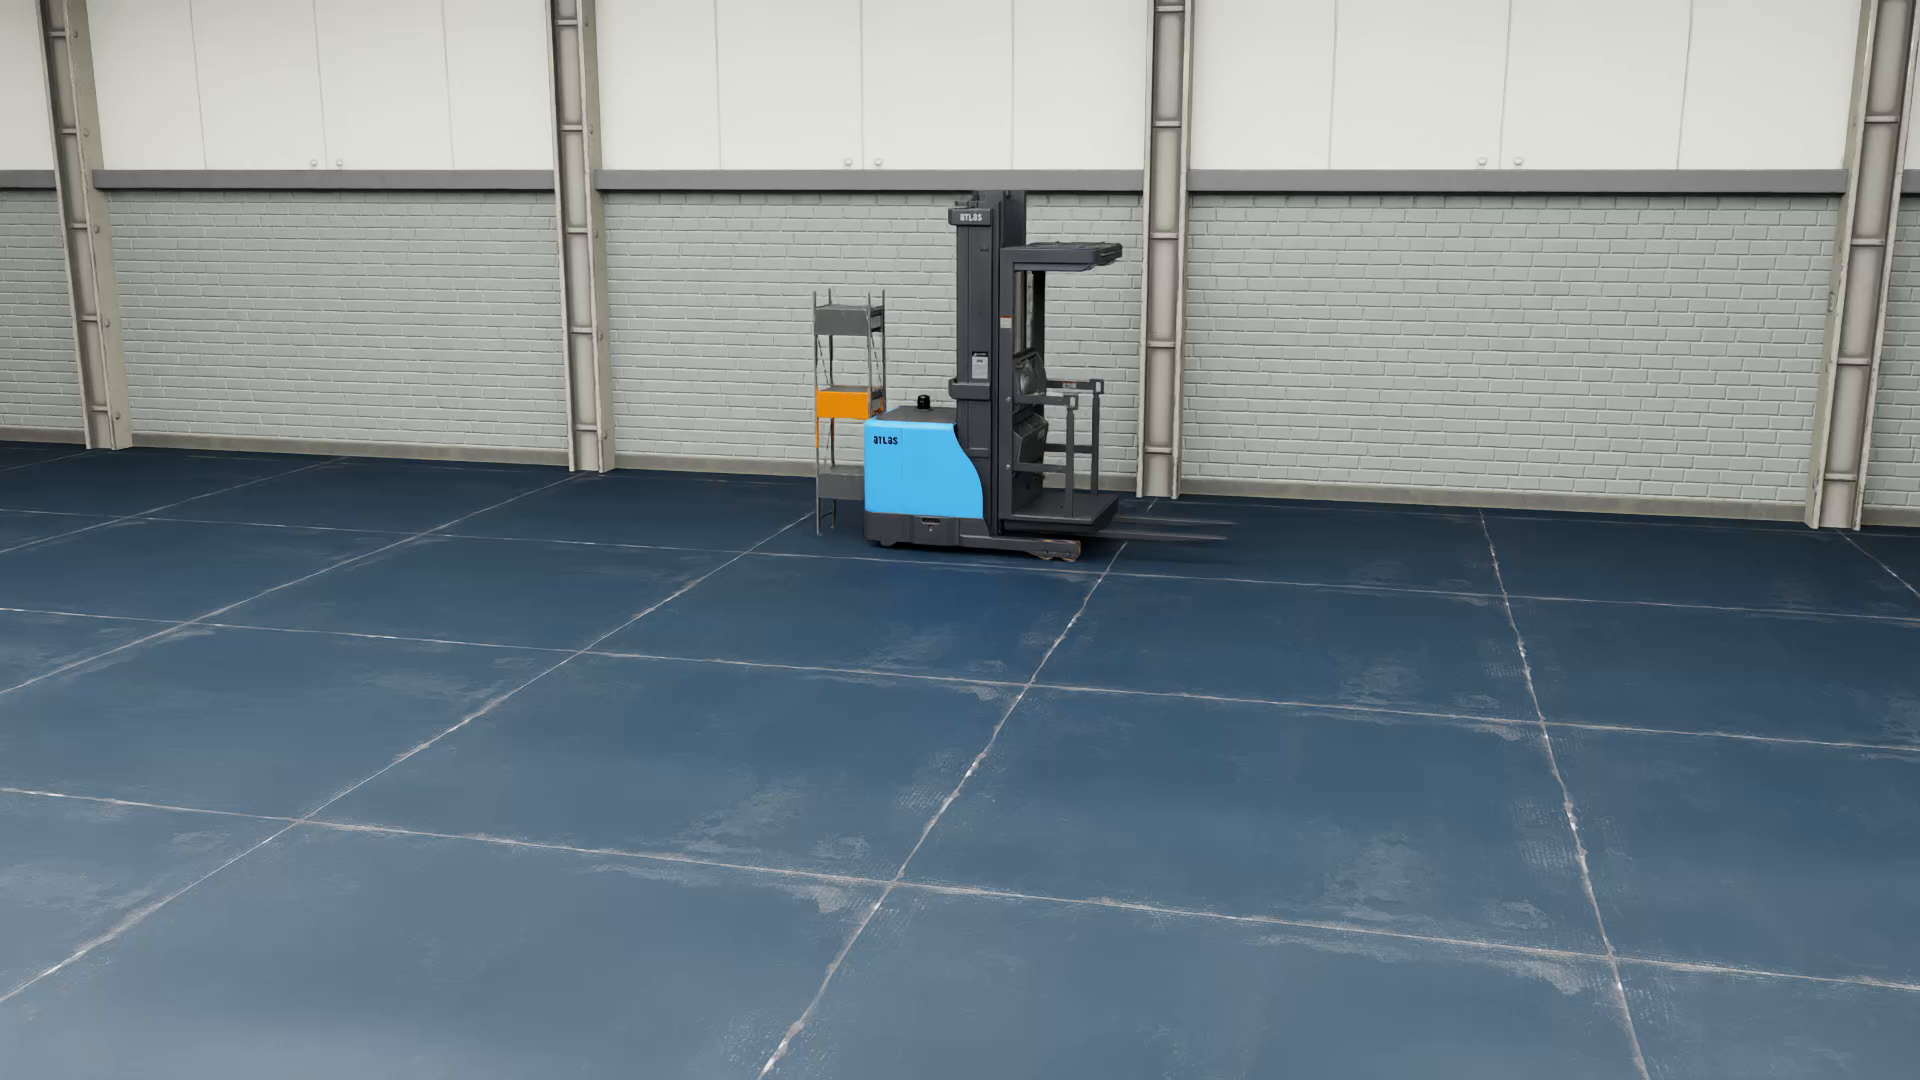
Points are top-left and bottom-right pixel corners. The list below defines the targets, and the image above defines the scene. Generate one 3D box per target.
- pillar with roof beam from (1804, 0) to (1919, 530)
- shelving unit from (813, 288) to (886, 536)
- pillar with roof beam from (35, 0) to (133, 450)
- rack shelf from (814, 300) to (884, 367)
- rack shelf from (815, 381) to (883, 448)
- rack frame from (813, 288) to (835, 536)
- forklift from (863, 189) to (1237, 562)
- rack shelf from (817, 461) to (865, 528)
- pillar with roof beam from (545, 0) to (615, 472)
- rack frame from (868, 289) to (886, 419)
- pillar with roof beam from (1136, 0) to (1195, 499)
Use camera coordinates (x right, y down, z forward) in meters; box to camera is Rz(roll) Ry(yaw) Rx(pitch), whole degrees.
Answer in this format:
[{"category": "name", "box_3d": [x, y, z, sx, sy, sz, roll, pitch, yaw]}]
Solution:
[{"category": "pillar with roof beam", "box_3d": [6.729, -3.615, 9.753, 0.400, 9.000, 9.100, 3, 13, 14]}, {"category": "shelving unit", "box_3d": [-0.937, -1.085, 14.276, 0.503, 2.100, 0.431, 4, 13, 16]}, {"category": "pillar with roof beam", "box_3d": [-10.747, -4.549, 13.963, 0.400, 9.000, 9.100, 3, 13, 14]}, {"category": "rack shelf", "box_3d": [-0.937, -1.755, 14.128, 0.480, 0.518, 0.431, 4, 13, 16]}, {"category": "rack shelf", "box_3d": [-0.937, -1.072, 14.279, 0.480, 0.518, 0.431, 4, 13, 16]}, {"category": "rack frame", "box_3d": [-1.171, -1.100, 14.344, 0.015, 2.100, 0.400, 4, 13, 16]}, {"category": "forklift", "box_3d": [0.764, -1.382, 13.695, 3.031, 2.935, 1.130, 4, 13, 16]}, {"category": "rack shelf", "box_3d": [-0.937, -0.388, 14.431, 0.480, 0.518, 0.431, 4, 13, 16]}, {"category": "pillar with roof beam", "box_3d": [-4.922, -4.238, 12.559, 0.400, 9.000, 9.100, 3, 13, 14]}, {"category": "rack frame", "box_3d": [-0.703, -1.070, 14.209, 0.015, 2.100, 0.400, 4, 13, 16]}, {"category": "pillar with roof beam", "box_3d": [0.904, -3.927, 11.156, 0.400, 9.000, 9.100, 3, 13, 14]}]
